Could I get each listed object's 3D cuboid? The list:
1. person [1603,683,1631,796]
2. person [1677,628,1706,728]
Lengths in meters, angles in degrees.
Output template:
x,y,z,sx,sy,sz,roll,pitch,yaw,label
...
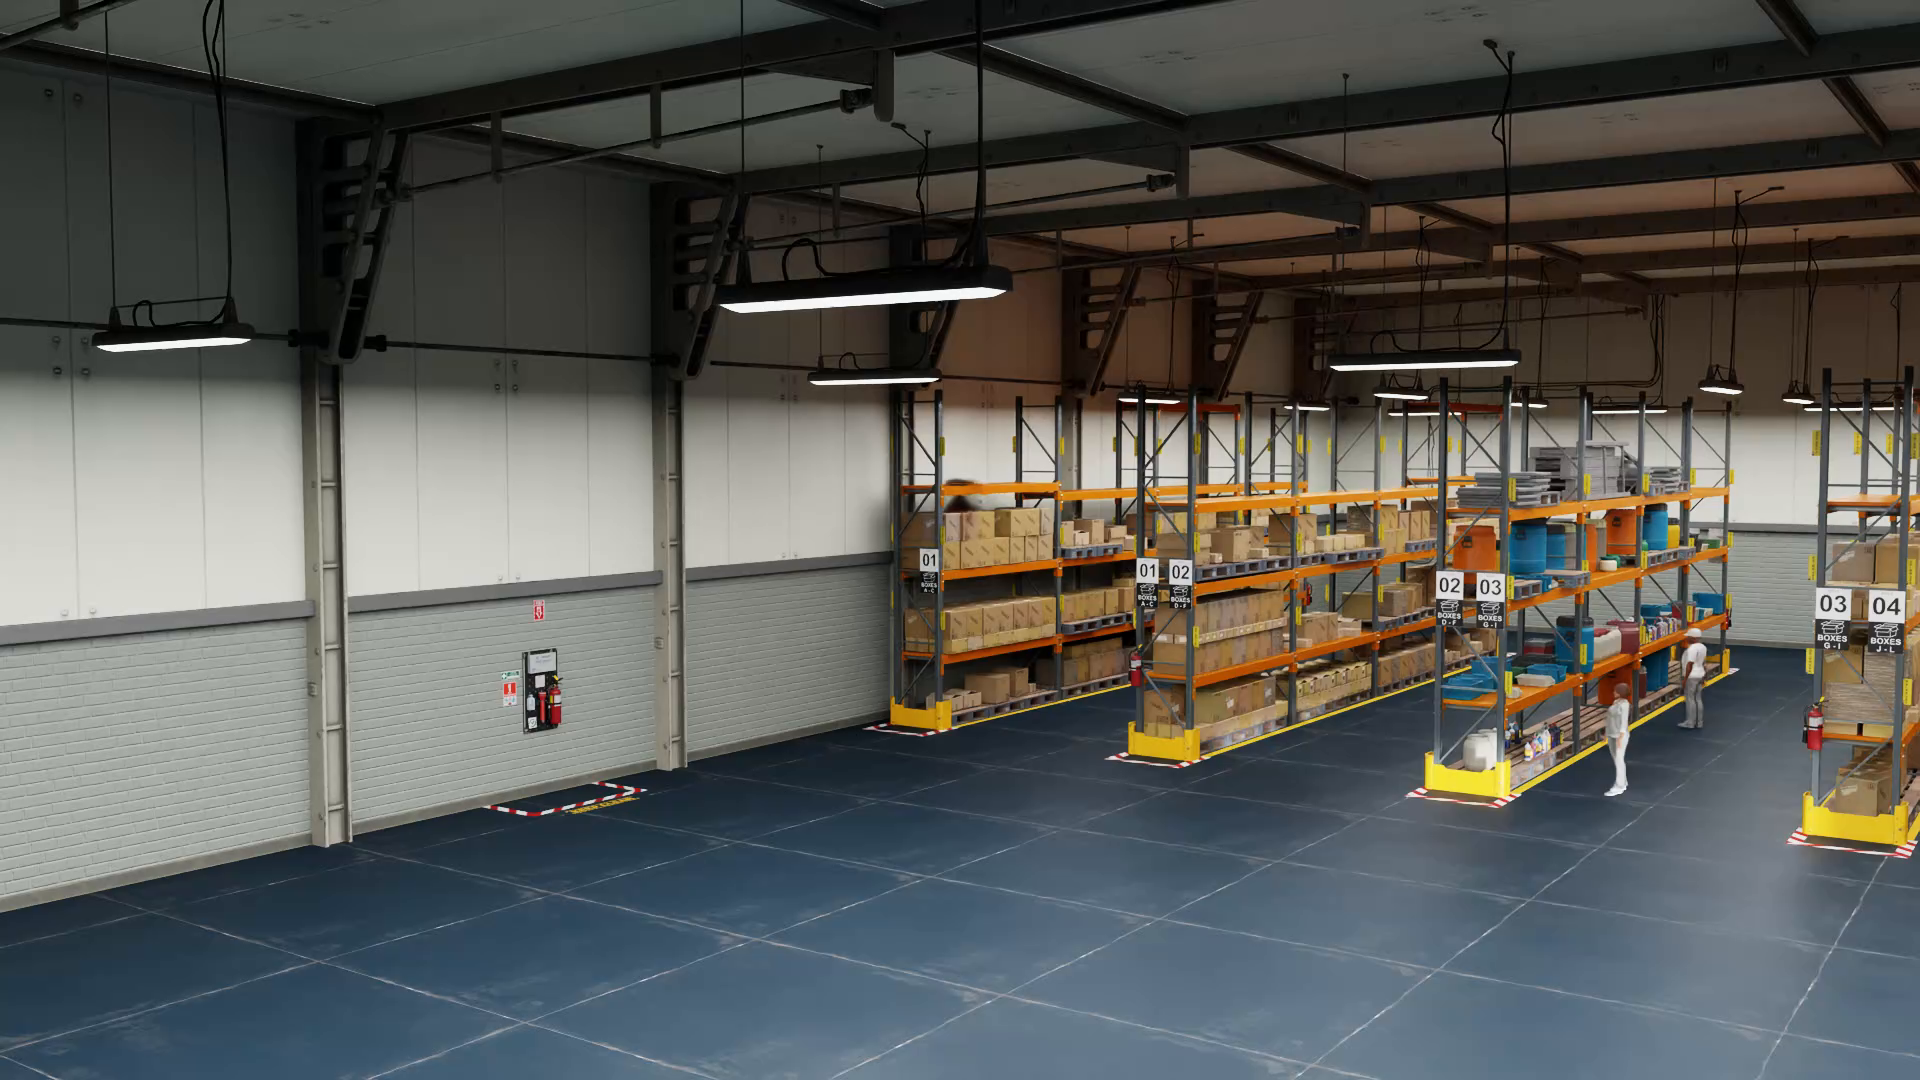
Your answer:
x,y,z,sx,sy,sz,roll,pitch,yaw,label
9.482,2.912,23.985,0.481,1.510,0.432,-1,3,-17,person
12.995,2.448,29.523,0.651,1.776,0.388,-3,4,-43,person
